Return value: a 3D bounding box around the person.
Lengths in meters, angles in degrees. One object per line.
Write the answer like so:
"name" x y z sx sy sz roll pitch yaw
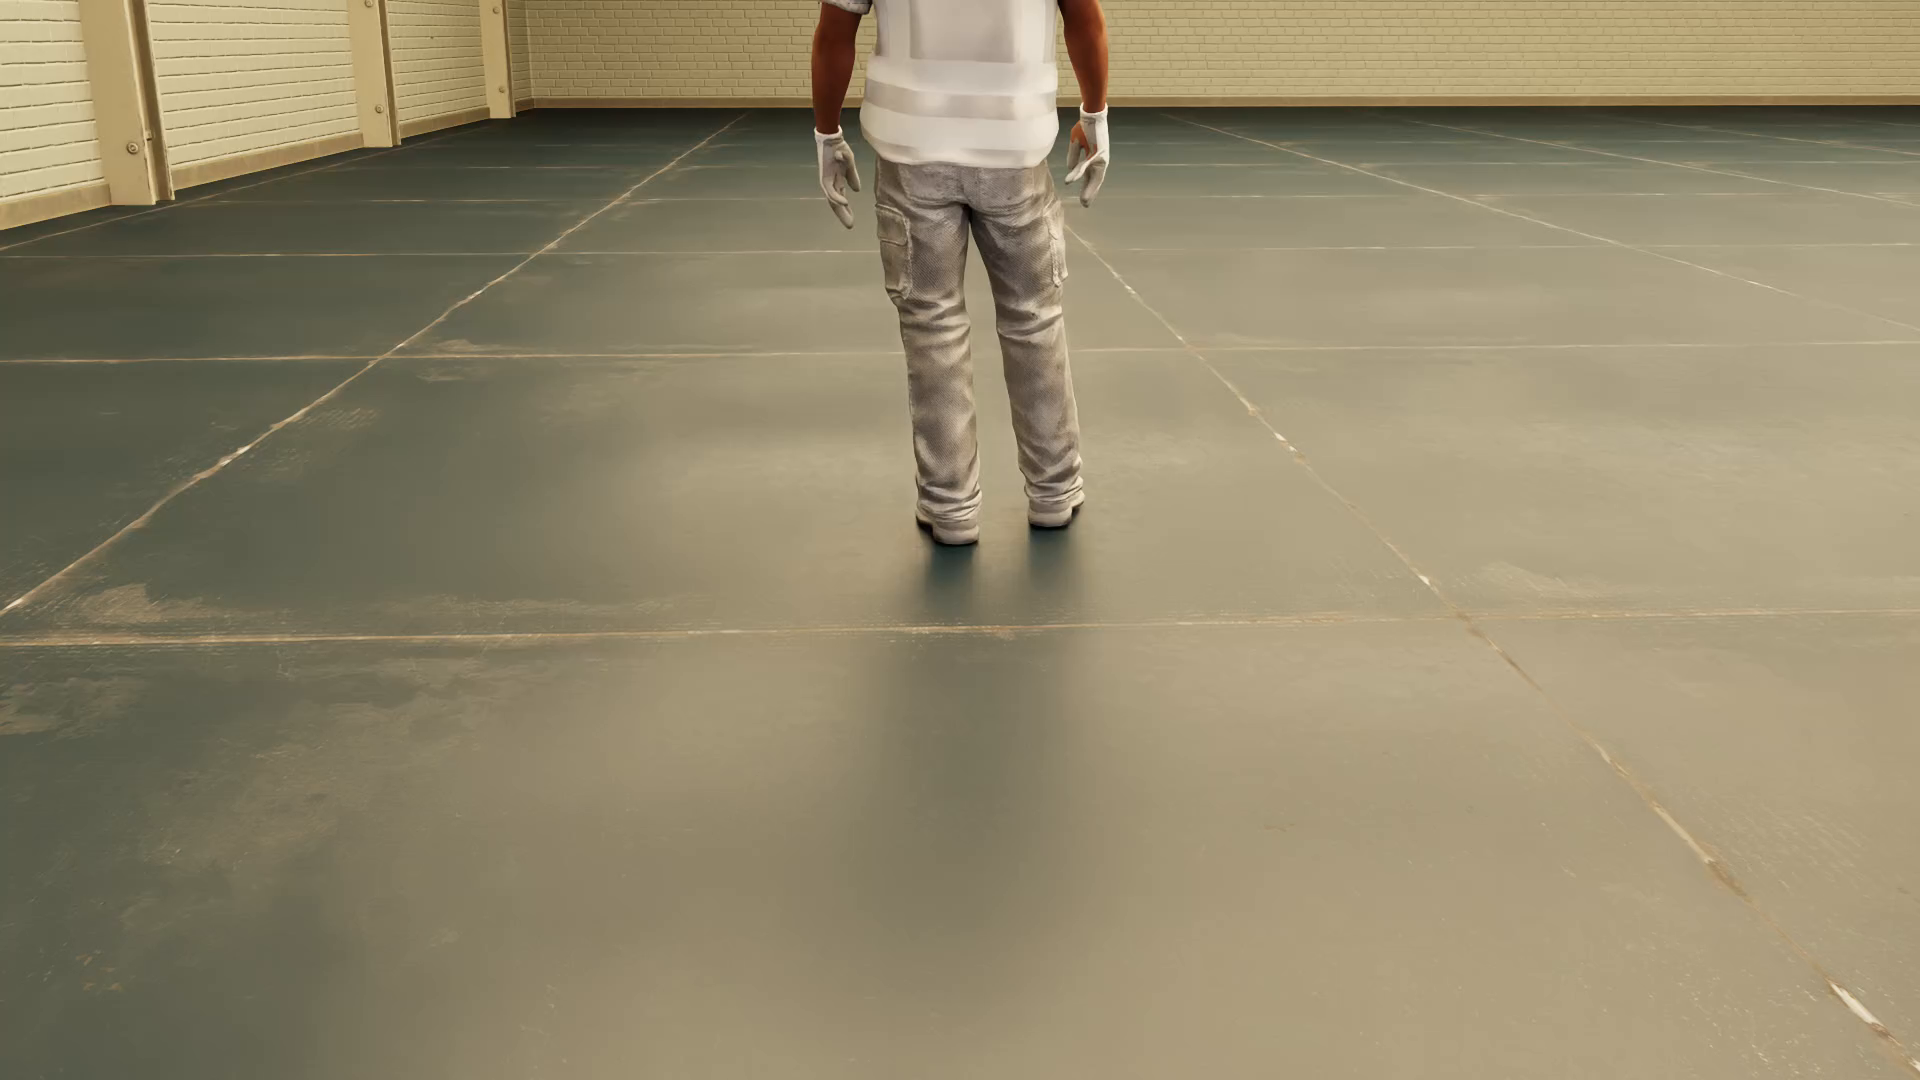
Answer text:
"person" 0.003 -0.883 3.733 0.656 1.784 0.557 -1 17 -3
